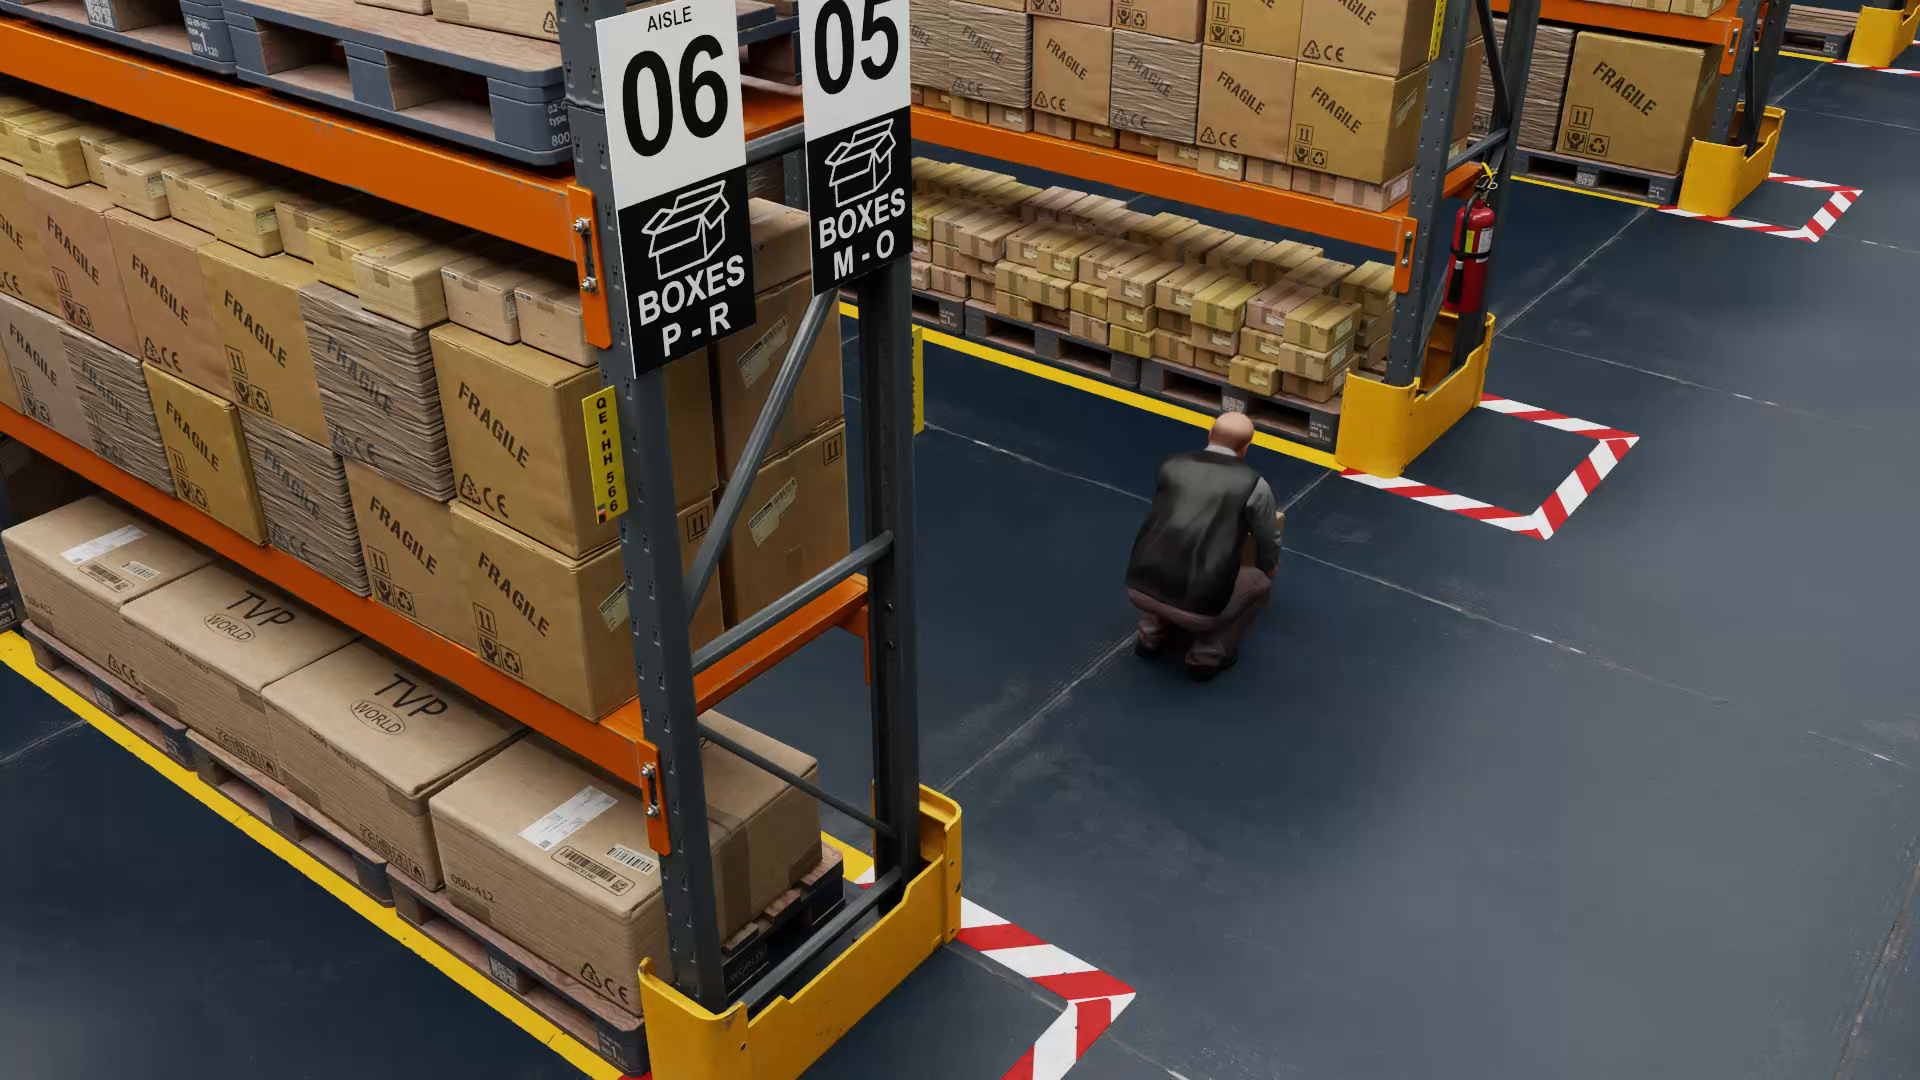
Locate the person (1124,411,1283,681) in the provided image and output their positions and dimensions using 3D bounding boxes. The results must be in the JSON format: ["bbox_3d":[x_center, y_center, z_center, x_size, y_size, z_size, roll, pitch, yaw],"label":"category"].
[{"bbox_3d":[1.027,0.010,6.891,0.530,0.969,0.841,21,37,31],"label":"person"}]
